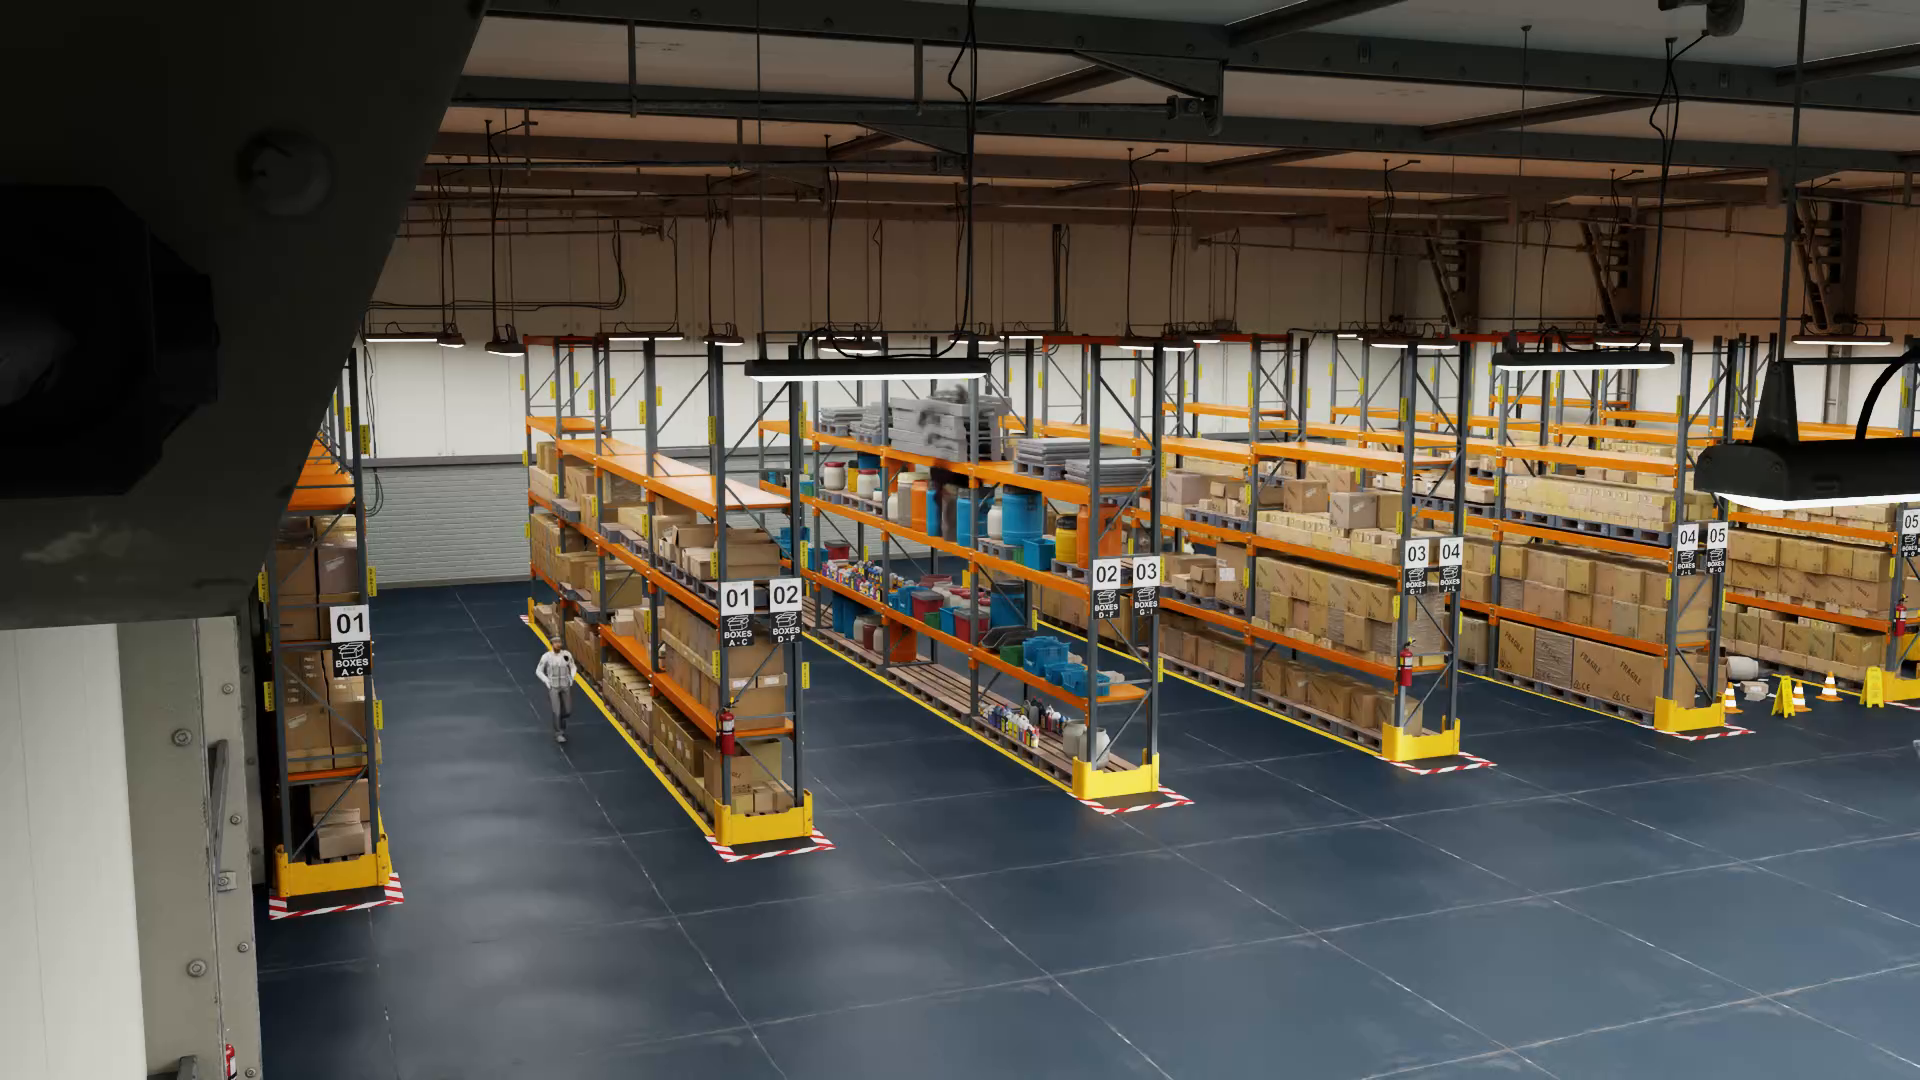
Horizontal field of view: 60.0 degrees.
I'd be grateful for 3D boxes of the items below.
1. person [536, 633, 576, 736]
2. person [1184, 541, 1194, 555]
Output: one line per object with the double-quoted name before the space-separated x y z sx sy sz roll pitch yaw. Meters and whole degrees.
"person" -6.047 2.167 24.994 0.614 1.585 0.526 -4 8 -26
"person" 4.960 0.730 36.812 0.579 1.447 0.896 -4 9 -27
